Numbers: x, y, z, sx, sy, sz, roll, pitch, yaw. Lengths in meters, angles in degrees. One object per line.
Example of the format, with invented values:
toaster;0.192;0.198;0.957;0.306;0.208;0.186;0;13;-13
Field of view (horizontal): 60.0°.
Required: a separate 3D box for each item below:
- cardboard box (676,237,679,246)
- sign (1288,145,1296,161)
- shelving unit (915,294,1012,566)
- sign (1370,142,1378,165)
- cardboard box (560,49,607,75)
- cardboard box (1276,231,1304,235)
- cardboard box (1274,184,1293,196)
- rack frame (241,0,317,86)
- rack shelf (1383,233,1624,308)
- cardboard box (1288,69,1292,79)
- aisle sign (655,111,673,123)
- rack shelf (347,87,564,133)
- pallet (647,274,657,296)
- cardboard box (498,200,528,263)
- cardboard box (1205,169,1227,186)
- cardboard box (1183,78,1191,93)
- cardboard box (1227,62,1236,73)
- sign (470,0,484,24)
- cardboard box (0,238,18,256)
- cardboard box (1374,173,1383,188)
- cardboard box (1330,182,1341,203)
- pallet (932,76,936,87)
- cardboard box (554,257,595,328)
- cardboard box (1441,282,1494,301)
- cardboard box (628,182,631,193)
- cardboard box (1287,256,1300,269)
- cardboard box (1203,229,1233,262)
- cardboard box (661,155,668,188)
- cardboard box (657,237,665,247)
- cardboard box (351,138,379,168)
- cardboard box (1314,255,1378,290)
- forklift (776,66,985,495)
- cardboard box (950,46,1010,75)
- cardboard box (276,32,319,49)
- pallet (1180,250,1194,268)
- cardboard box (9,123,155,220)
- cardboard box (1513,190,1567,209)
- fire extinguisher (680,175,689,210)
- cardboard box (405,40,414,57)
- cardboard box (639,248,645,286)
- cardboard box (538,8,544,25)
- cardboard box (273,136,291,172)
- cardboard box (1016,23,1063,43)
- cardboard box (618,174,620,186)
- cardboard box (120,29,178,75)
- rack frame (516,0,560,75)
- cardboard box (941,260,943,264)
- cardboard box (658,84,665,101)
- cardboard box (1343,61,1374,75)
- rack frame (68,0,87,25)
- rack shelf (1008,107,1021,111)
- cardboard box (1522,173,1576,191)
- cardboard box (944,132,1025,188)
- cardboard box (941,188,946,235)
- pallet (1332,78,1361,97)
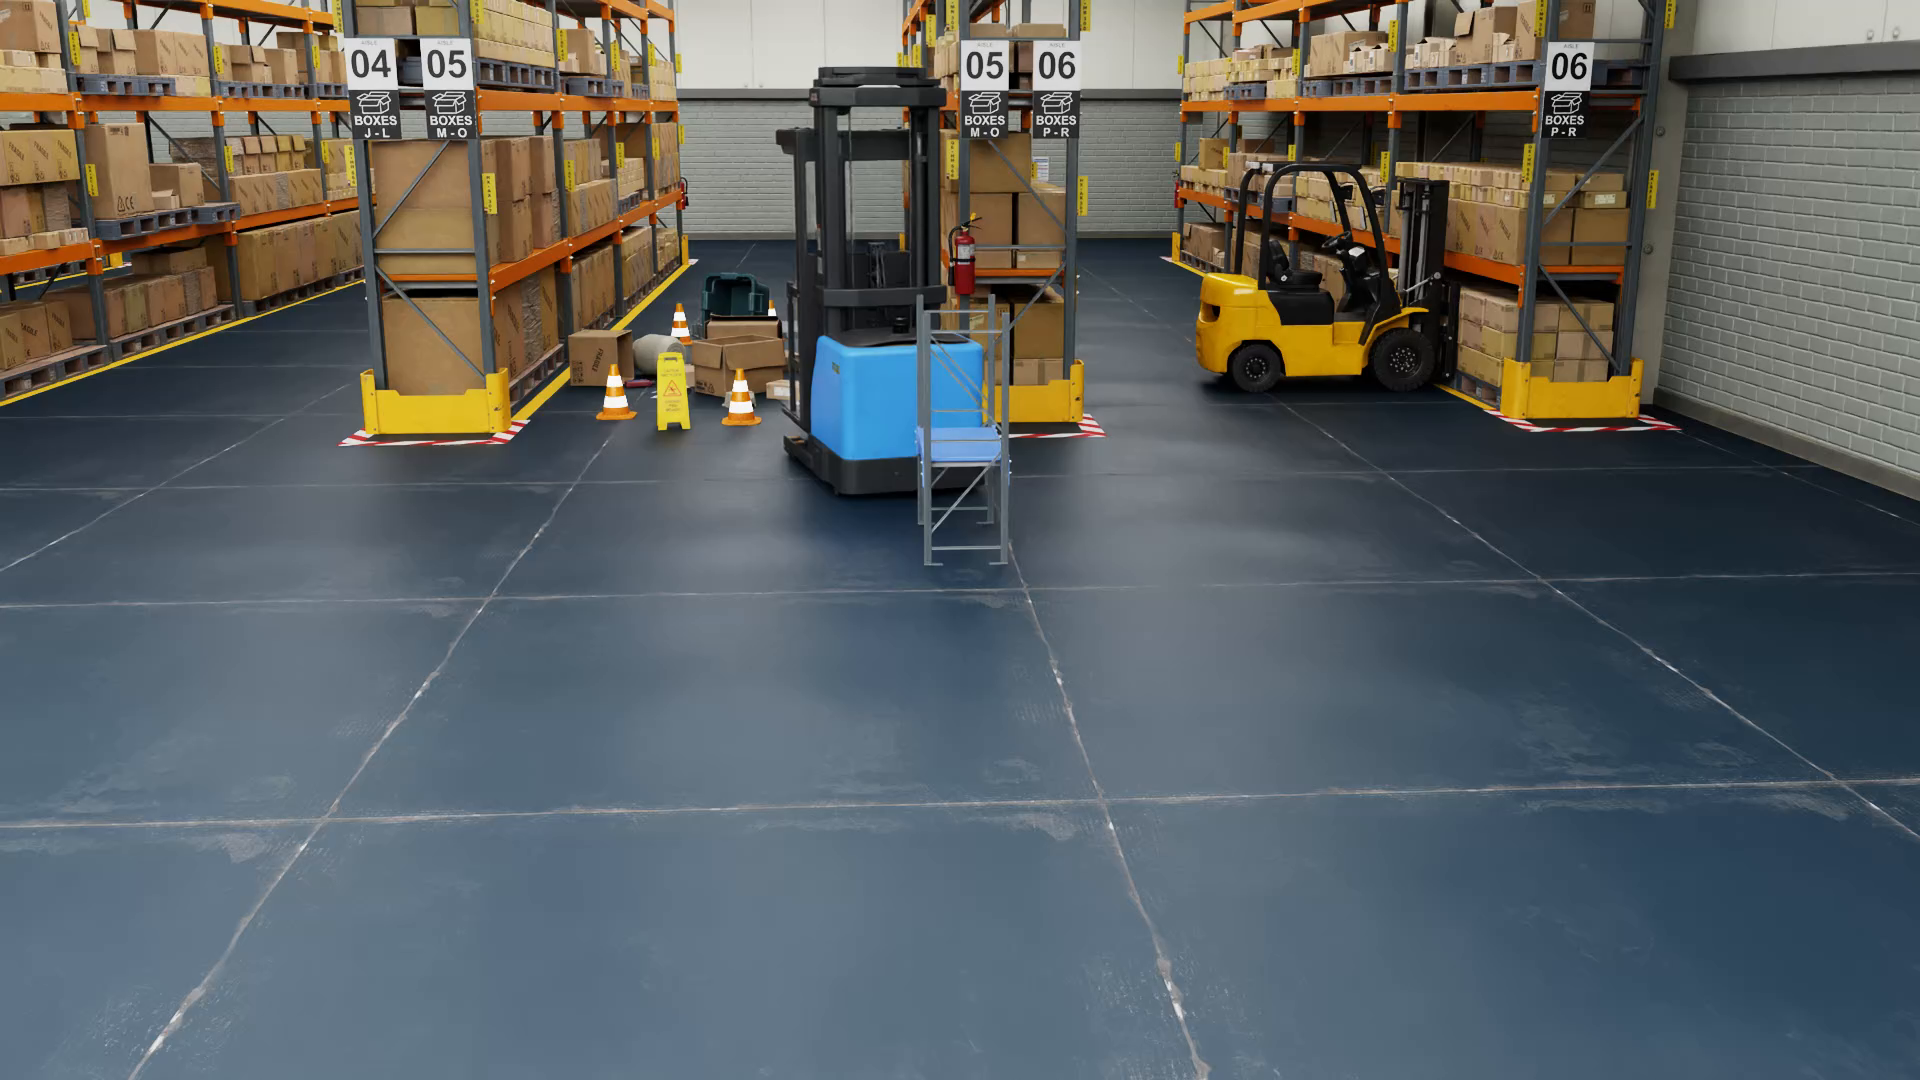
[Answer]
cardboard box;-5.116;-5.219;29.071;0.380;0.149;0.250;-1;14;-5
sign;4.410;-5.080;22.085;0.100;0.325;0.005;-1;14;-3
shelving unit;0.005;-0.705;10.257;0.538;1.500;1.048;-1;14;-3
sign;5.504;-5.138;22.153;0.100;0.325;0.005;-1;14;-3
cardboard box;-4.573;-5.795;20.145;0.500;0.311;0.500;-1;14;-3
cardboard box;5.059;-4.657;25.479;0.380;0.149;0.250;-1;14;-3
cardboard box;4.527;-4.807;22.852;0.380;0.149;0.250;-1;14;-2
rack frame;-10.142;-8.238;24.484;1.000;3.000;0.127;-1;14;-3
rack shelf;5.322;-2.728;16.551;1.077;0.370;4.000;-1;14;-3
cardboard box;4.701;-6.356;22.692;0.380;0.149;0.250;-1;14;-2
aisle sign;-5.138;-7.660;29.062;0.394;0.787;0.004;-1;14;-3
rack shelf;-4.566;-4.001;15.481;1.077;0.370;4.000;-1;14;-3
pallet;-5.136;-3.840;25.026;1.003;0.211;1.213;-1;14;-3
cardboard box;-4.475;-2.841;15.249;0.875;0.550;0.550;-1;14;-3
cardboard box;4.364;-6.006;27.553;0.500;0.250;0.500;-1;14;-4
cardboard box;4.210;-7.967;29.156;0.500;0.250;0.500;-1;14;-4
cardboard box;4.284;-7.209;25.368;0.380;0.149;0.250;0;14;-2
sign;-3.888;-4.321;13.367;0.100;0.325;0.005;-1;14;-3
cardboard box;-9.261;-2.799;15.889;0.380;0.149;0.250;-1;14;-3
cardboard box;4.922;-4.081;18.867;0.380;0.149;0.250;-1;14;-4
cardboard box;4.835;-4.242;20.291;0.500;0.250;0.500;-1;14;-3
pallet;0.313;-5.013;18.346;1.213;0.211;1.003;-1;14;-3
cardboard box;-4.874;-2.901;19.454;1.050;0.750;0.750;-1;14;-3
cardboard box;5.004;-2.423;16.591;0.500;0.250;0.500;-1;14;-5
cardboard box;-4.863;-4.980;23.522;0.380;0.149;0.250;-1;14;-5
cardboard box;4.710;-3.663;22.916;0.500;0.500;0.500;0;14;-2
cardboard box;4.477;-4.926;27.824;0.700;0.500;0.500;-1;14;-6
cardboard box;-4.998;-5.952;26.843;0.500;0.500;0.500;-1;14;-5
cardboard box;-4.996;-4.844;27.019;0.380;0.149;0.250;-1;14;-2
cardboard box;-10.097;-6.645;28.531;0.500;0.500;0.500;-1;14;-3
cardboard box;5.024;-3.304;21.270;0.875;0.625;0.625;0;14;-2
forklift;-0.752;-2.054;12.628;1.130;2.935;3.031;-5;15;-17
cardboard box;0.175;-4.274;14.800;0.500;0.250;0.500;-1;14;-4
cardboard box;-10.194;-7.682;25.596;0.500;0.250;0.500;-2;15;-7
pallet;4.510;-4.990;29.497;1.003;0.211;1.213;-1;14;-3
cardboard box;-9.556;-4.036;18.148;1.000;1.000;1.000;-1;14;-3
cardboard box;5.145;-3.023;14.753;0.380;0.149;0.250;-1;14;-3
fire extinguisher;-4.988;-6.230;29.625;0.296;0.674;0.183;-1;14;-3
cardboard box;-4.816;-4.122;13.970;0.380;0.149;0.250;-1;14;-3
cardboard box;-4.829;-3.941;23.998;0.500;0.500;0.500;-1;14;-5
cardboard box;-4.318;-5.152;16.371;0.380;0.149;0.250;-1;14;-4
cardboard box;-10.063;-5.537;23.813;0.797;0.503;0.637;-1;14;-3
cardboard box;0.674;-4.310;14.141;0.380;0.149;0.250;-1;14;-4
cardboard box;-4.806;-4.872;22.506;0.380;0.149;0.250;-1;14;-5
cardboard box;-9.557;-5.715;19.496;0.500;0.500;0.500;-1;14;-2
rack frame;-4.690;-6.300;16.951;1.000;3.000;0.127;-1;14;-3
cardboard box;-0.040;-2.862;17.498;0.380;0.149;0.250;-1;14;-3
cardboard box;-5.003;-7.137;26.528;0.500;0.250;0.500;0;14;-1
cardboard box;4.779;-5.617;19.778;0.380;0.149;0.250;-1;14;-4
rack frame;-15.333;-9.156;28.053;1.000;3.000;0.127;-1;14;-3
rack shelf;0.121;-5.097;19.742;1.077;0.370;4.000;-1;14;-3
cardboard box;5.214;-3.171;14.732;0.380;0.149;0.250;-1;14;-3
cardboard box;0.219;-3.427;15.023;0.700;0.500;0.500;-1;14;-3
cardboard box;0.066;-3.325;16.632;0.500;0.500;0.500;-1;14;-4
pallet;5.154;-5.484;20.180;1.003;0.211;1.213;0;14;-1
